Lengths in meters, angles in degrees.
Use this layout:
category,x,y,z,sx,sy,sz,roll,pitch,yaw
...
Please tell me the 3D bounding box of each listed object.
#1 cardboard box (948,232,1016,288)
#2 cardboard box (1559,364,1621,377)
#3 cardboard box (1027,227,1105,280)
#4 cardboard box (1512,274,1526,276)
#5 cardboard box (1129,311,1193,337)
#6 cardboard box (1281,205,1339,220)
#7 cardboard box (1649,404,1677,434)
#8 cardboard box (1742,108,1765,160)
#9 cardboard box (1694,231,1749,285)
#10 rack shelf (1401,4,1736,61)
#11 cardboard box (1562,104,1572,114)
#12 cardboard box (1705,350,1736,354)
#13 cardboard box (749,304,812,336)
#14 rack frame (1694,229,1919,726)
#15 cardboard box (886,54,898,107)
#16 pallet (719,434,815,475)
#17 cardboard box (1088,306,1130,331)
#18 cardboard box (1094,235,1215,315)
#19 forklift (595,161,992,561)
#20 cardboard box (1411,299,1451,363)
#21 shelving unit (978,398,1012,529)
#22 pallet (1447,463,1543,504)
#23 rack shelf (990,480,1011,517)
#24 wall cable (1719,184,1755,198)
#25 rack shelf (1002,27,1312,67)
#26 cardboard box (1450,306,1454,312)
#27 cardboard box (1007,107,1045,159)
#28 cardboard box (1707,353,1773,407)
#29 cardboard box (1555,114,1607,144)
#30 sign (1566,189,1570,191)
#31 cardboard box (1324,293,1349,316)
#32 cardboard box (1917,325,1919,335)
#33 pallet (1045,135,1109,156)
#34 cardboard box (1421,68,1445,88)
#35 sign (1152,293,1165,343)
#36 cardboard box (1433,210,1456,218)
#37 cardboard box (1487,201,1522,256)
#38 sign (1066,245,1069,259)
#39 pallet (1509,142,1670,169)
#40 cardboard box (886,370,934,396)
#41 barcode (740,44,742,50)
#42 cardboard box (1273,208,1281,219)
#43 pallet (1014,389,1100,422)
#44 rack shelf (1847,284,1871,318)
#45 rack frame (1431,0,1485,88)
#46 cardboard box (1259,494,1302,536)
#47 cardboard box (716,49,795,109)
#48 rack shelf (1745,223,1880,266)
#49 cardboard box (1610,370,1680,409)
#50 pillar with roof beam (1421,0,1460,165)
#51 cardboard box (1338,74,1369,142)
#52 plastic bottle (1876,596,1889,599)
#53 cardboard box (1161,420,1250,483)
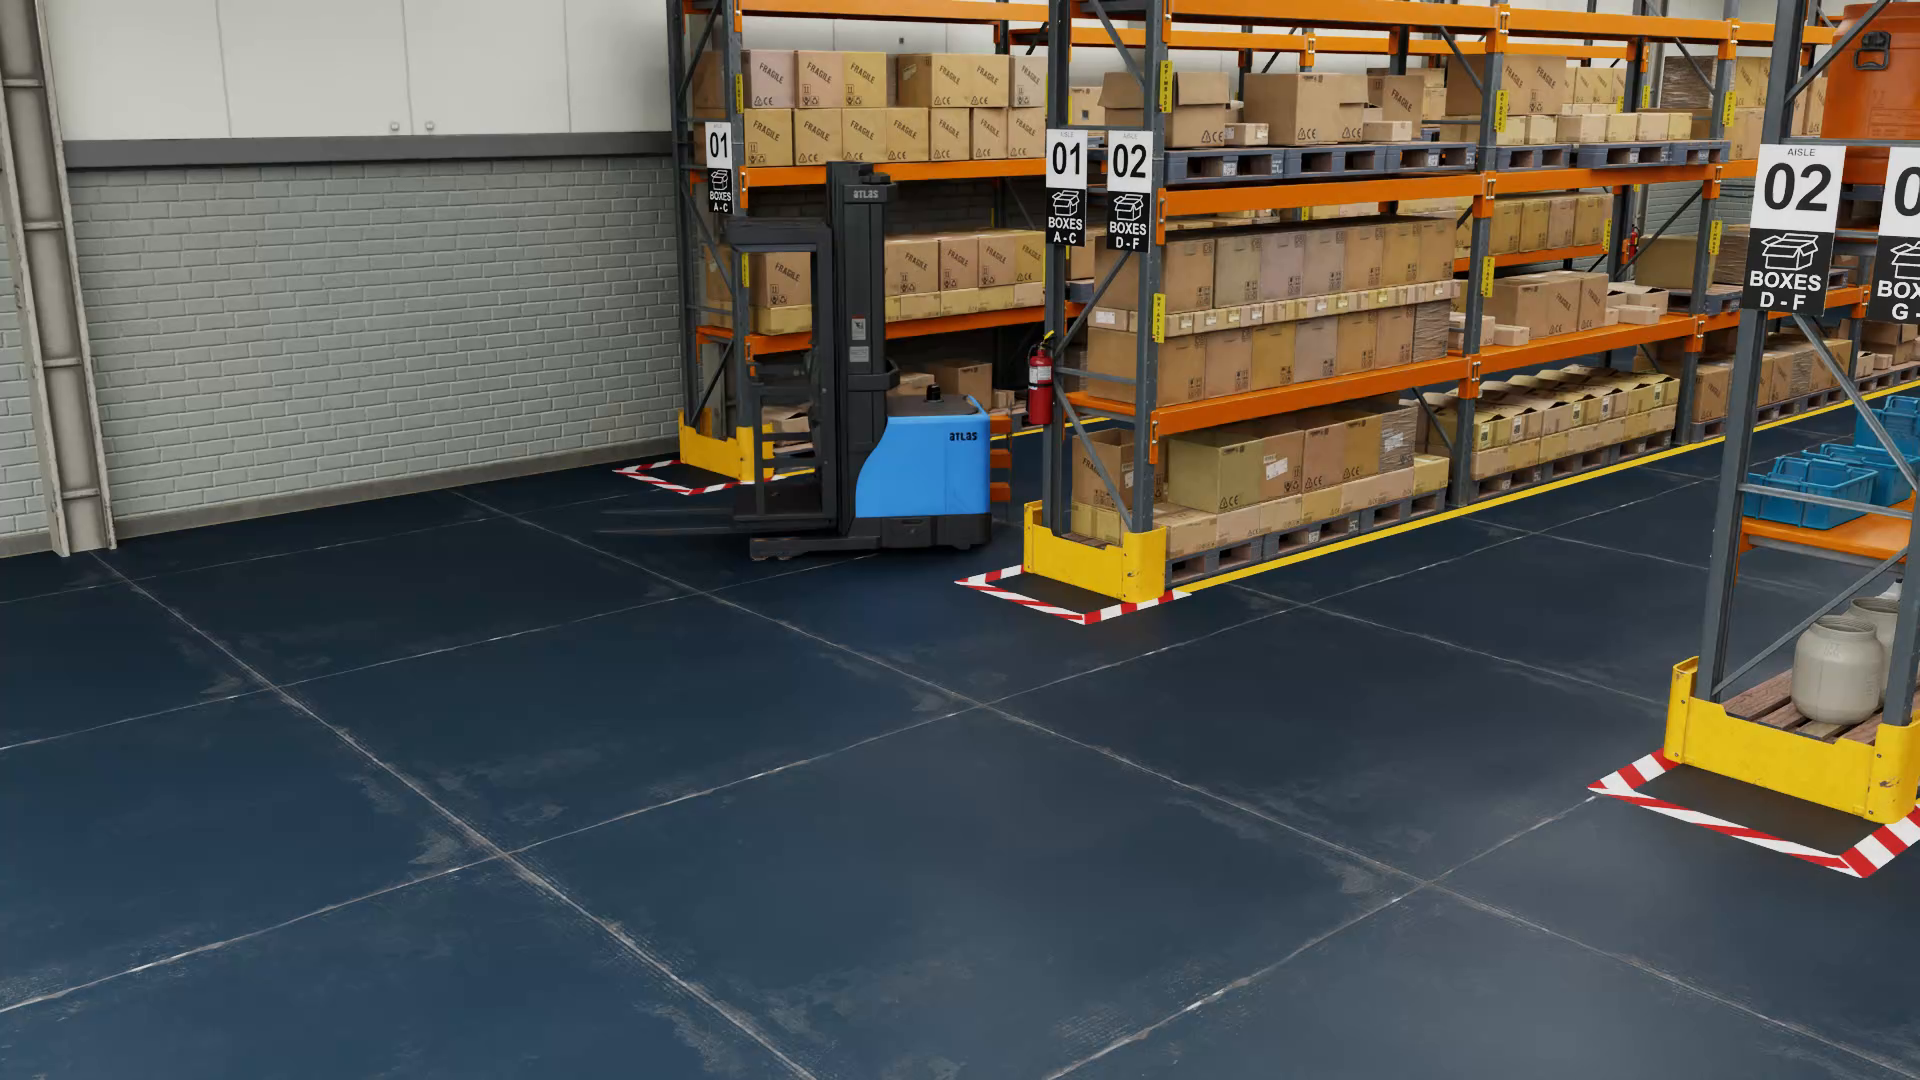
category,x,y,z,sx,sy,sz,roll,pitch,yaw
cardboard box,0.216,-2.862,16.952,0.500,0.500,0.500,-13,20,-40
cardboard box,6.427,-1.617,16.917,0.500,0.311,0.500,-12,19,-38
cardboard box,1.149,-3.129,18.106,0.500,0.500,0.700,-13,19,-39
cardboard box,8.340,-3.837,24.576,0.250,0.149,0.380,-12,19,-39
cardboard box,1.417,-1.534,11.728,0.250,0.149,0.380,-13,20,-40
cardboard box,4.294,-4.062,20.382,0.500,0.250,0.500,-12,19,-38
cardboard box,6.778,-1.241,16.596,0.500,0.250,0.500,-12,19,-38
cardboard box,7.706,-4.167,17.031,0.500,0.500,0.910,-13,19,-39
cardboard box,8.231,-3.000,17.662,0.500,0.500,0.700,-9,17,-29
rack shelf,5.506,-4.521,14.909,4.000,0.370,1.077,-13,19,-39
cardboard box,8.248,-6.010,23.406,0.500,0.250,0.500,-13,20,-41
cardboard box,8.349,-1.889,18.502,0.500,0.500,0.500,-14,20,-41
cardboard box,-1.698,-2.069,15.436,0.500,0.250,0.500,-13,20,-41
rack frame,4.228,-0.182,8.121,0.127,3.000,1.000,-13,19,-39
cardboard box,-0.946,-4.483,16.238,0.500,0.500,0.500,-13,20,-39
pallet,-1.582,-0.908,16.239,1.213,0.211,1.003,-13,19,-39
cardboard box,1.143,-1.611,12.018,0.250,0.149,0.380,-13,20,-40
cardboard box,1.380,-1.908,11.873,0.500,0.500,0.700,-13,19,-39
forklift,-1.313,-1.401,12.816,3.031,2.935,1.130,-2,15,-7
cardboard box,3.667,-1.797,13.971,0.500,0.500,0.700,-13,20,-41
shelving unit,0.281,-0.617,13.526,0.252,1.050,0.215,-2,15,-7
pallet,4.527,-0.610,15.126,1.213,0.211,1.003,-13,19,-39
rack shelf,0.281,-0.338,13.601,0.240,0.259,0.215,-2,15,-7
wall cable,14.296,-7.108,28.442,0.112,2.526,3.097,-13,19,-39
rack shelf,2.251,-5.485,18.517,4.000,0.370,1.077,-13,19,-39
cardboard box,4.540,-1.945,14.979,0.258,0.266,0.396,-13,20,-41
cardboard box,0.522,-4.162,16.973,0.500,0.500,0.500,-12,19,-38
cardboard box,8.319,-1.703,17.804,0.500,0.500,0.500,-13,20,-40
cardboard box,5.480,-3.717,15.016,0.500,0.250,0.500,14,20,42
sign,9.435,-5.387,25.775,0.005,0.325,0.100,-13,19,-39
cardboard box,2.775,-1.839,12.870,0.250,0.149,0.380,-12,19,-38
cardboard box,12.801,-2.723,21.622,0.500,0.500,0.500,-13,19,-39
pallet,1.278,-4.231,17.829,1.003,0.211,1.213,-13,19,-39
cardboard box,6.028,-6.093,21.936,0.500,0.250,0.500,-11,18,-35
sign,1.339,-1.495,11.203,0.005,0.325,0.100,-13,19,-39
cardboard box,6.216,-4.130,22.091,0.500,0.500,0.500,-12,19,-39
cardboard box,7.198,-4.378,23.245,0.700,0.700,0.980,-12,19,-39
sign,1.105,-3.103,17.376,0.005,0.325,0.100,-13,19,-39
pallet,5.720,-3.538,15.237,1.213,0.211,1.003,-12,19,-37
cardboard box,-0.678,-1.427,16.771,0.500,0.500,0.700,-14,21,-43
barcode,-2.068,-4.599,15.549,0.075,0.075,0.001,-13,19,-39
cardboard box,3.932,-4.158,20.741,0.500,0.250,0.500,-12,19,-38
pallet,1.329,-1.574,18.733,1.213,0.211,1.003,-13,19,-39
rack shelf,11.541,-3.172,20.705,4.000,0.370,1.077,-13,19,-39
rack frame,6.778,-7.042,22.177,0.127,3.000,1.000,-13,19,-39
cardboard box,2.282,-0.239,12.848,0.500,0.250,0.500,-13,19,-39
cardboard box,-1.825,-4.119,14.877,0.500,0.500,0.500,14,21,43
rack shelf,5.737,-1.623,9.095,4.000,0.370,1.077,-13,19,-39
cardboard box,6.781,-1.511,16.523,0.500,0.311,0.500,-12,19,-38
pillar with roof beam,9.564,-6.491,20.114,0.400,9.000,9.100,-13,19,-39
cardboard box,2.672,-3.340,12.845,0.637,0.503,0.797,-10,18,-33
plastic bottle,5.534,0.487,10.040,0.135,0.276,0.152,-12,19,-39
cardboard box,1.934,-0.705,13.139,0.500,0.500,0.500,-13,19,-39
